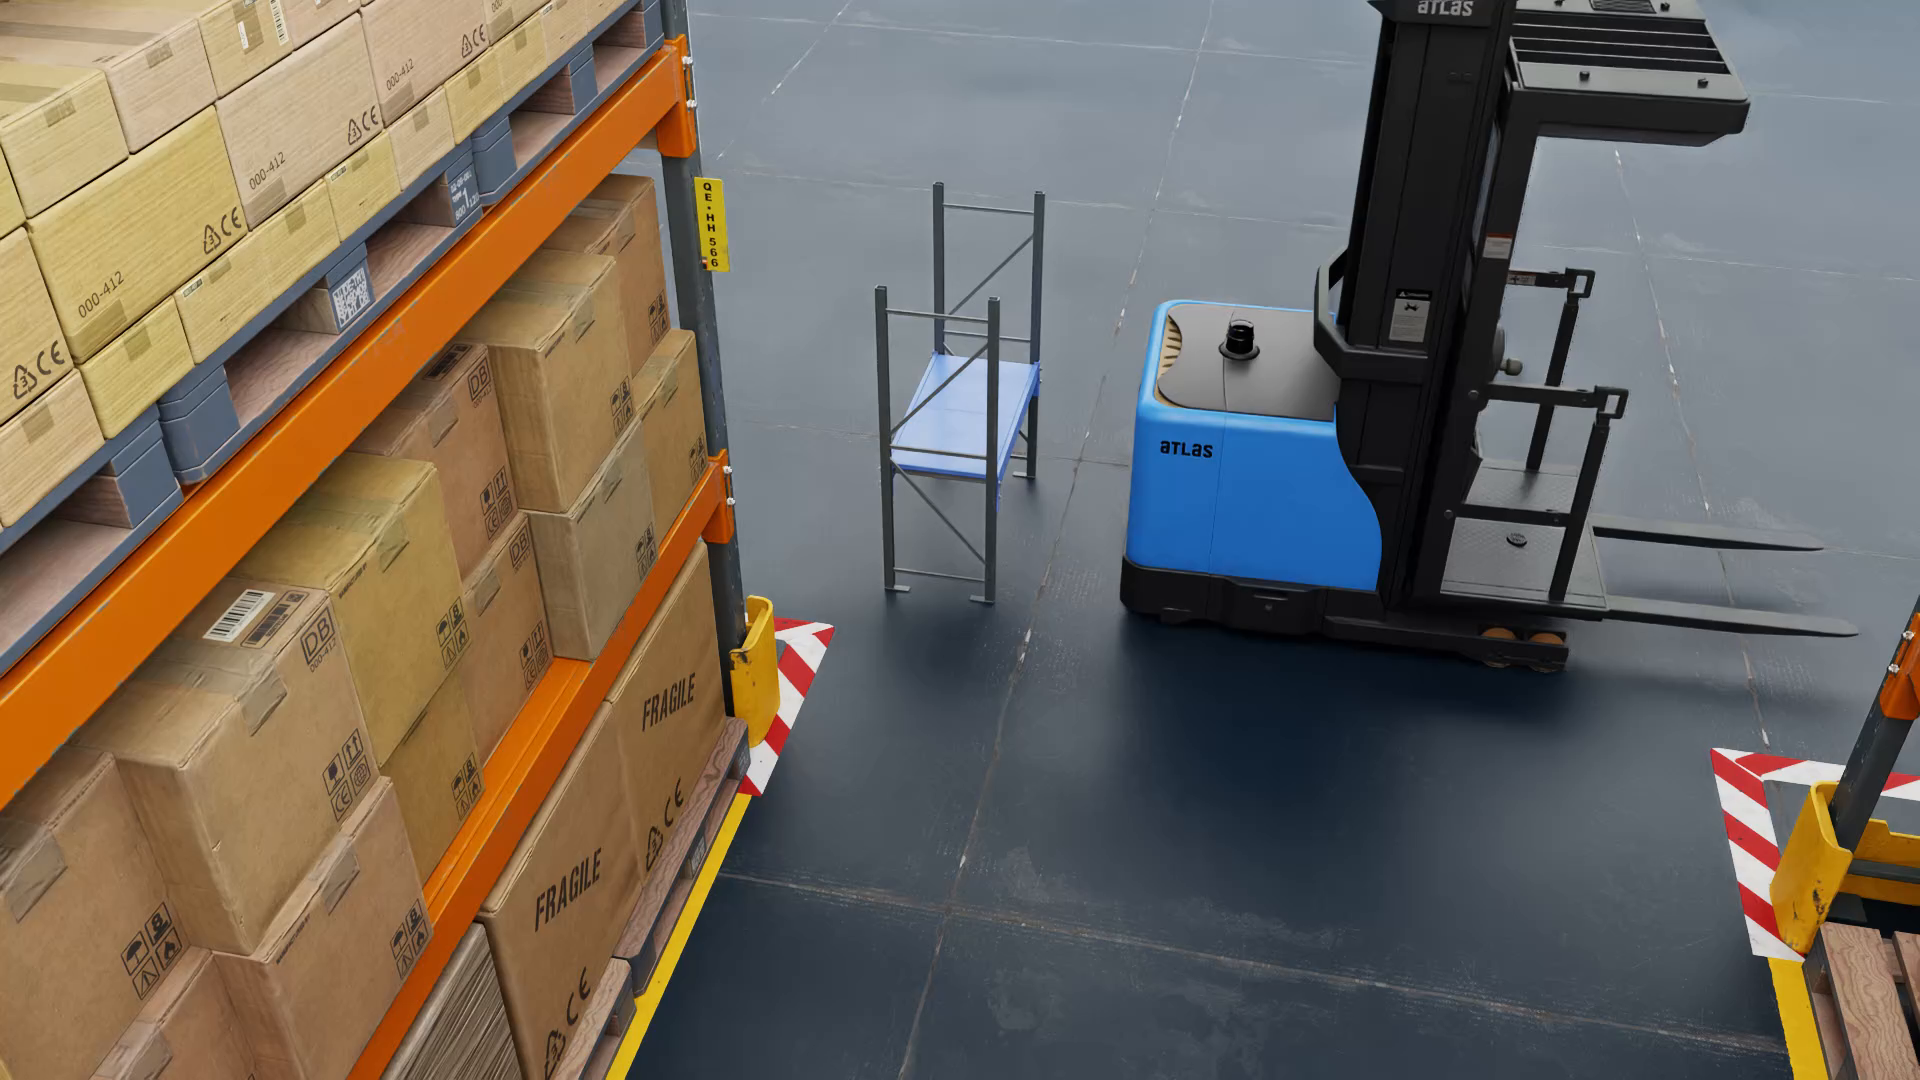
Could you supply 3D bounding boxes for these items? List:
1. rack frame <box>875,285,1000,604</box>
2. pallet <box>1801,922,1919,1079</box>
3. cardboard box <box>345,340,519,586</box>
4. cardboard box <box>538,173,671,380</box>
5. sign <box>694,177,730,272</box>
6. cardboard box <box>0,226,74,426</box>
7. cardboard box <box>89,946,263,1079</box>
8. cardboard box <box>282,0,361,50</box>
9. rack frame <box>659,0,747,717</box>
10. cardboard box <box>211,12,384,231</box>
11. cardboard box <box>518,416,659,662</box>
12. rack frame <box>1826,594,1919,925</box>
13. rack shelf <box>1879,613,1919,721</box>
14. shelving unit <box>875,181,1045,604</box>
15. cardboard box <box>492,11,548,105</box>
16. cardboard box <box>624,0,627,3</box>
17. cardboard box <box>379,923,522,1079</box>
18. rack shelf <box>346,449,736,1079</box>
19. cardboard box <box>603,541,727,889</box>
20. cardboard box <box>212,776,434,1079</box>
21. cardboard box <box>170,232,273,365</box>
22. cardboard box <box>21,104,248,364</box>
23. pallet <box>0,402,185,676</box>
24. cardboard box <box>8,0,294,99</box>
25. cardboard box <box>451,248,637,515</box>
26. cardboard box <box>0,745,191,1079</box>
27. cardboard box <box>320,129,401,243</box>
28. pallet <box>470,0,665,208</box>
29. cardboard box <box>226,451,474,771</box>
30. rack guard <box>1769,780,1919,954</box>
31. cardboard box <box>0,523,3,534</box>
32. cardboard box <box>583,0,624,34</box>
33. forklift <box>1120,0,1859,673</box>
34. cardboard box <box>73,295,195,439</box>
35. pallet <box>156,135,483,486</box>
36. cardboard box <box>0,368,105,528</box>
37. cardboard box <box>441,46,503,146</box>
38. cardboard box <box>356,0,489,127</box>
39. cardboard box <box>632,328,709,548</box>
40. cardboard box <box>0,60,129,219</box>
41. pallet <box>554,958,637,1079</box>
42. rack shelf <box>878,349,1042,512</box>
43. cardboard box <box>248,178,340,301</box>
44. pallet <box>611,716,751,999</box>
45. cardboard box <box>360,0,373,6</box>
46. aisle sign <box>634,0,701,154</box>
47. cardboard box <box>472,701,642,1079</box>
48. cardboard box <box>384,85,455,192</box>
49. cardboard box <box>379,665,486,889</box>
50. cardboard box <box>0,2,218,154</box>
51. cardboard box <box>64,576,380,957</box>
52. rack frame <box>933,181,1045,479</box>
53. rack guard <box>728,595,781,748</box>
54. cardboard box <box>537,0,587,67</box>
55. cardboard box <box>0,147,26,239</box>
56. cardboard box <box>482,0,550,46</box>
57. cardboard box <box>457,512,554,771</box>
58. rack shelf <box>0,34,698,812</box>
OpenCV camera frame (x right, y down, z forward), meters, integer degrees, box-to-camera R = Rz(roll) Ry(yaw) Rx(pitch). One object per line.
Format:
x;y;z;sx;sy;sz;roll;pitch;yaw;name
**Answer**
-0.090;-0.365;6.975;0.500;1.500;0.032;7;37;10;rack frame
3.262;1.777;5.118;1.003;0.211;1.213;7;37;10;pallet
-1.734;-0.196;4.416;0.875;0.550;0.550;7;37;10;cardboard box
-1.454;-0.827;5.287;0.875;0.550;0.550;7;37;10;cardboard box
-0.810;-1.025;5.420;0.100;0.325;0.005;7;37;10;sign
-1.707;-0.263;2.432;0.500;0.250;0.500;7;37;10;cardboard box
-2.029;1.165;3.459;0.875;0.550;0.550;7;37;10;cardboard box
-1.403;-1.073;3.210;0.380;0.149;0.250;8;37;10;cardboard box
-1.337;-0.537;5.934;1.000;3.000;0.127;7;37;10;rack frame
-1.493;-0.843;3.232;0.500;0.250;0.500;8;37;10;cardboard box
-1.468;-0.061;5.150;0.875;0.550;0.550;7;37;10;cardboard box
3.487;0.143;4.997;1.000;3.000;0.127;7;37;10;rack frame
3.060;1.581;3.626;1.077;0.370;4.000;7;37;10;rack shelf
0.018;-0.656;7.377;0.538;1.500;1.048;7;37;10;shelving unit
-1.241;-1.190;4.051;0.380;0.149;0.250;8;37;10;cardboard box
-1.077;-1.627;4.654;0.380;0.149;0.250;7;37;10;cardboard box
-1.800;1.578;4.470;0.875;0.875;0.875;8;37;10;cardboard box
-1.764;0.901;4.564;1.077;0.370;4.000;7;37;10;rack shelf
-1.418;0.551;5.887;0.875;0.875;0.875;8;37;10;cardboard box
-1.799;0.870;3.866;0.875;0.550;0.550;7;37;10;cardboard box
-1.512;-0.463;3.048;0.380;0.149;0.250;7;37;10;cardboard box
-1.600;-0.552;2.831;0.500;0.250;0.500;7;37;9;cardboard box
-2.007;0.110;2.562;1.003;0.211;1.213;7;37;10;pallet
-1.457;-0.928;3.010;0.380;0.149;0.250;7;37;10;cardboard box
-1.482;-0.500;4.836;0.875;0.550;0.550;7;37;10;cardboard box
-2.075;0.721;3.151;0.875;0.550;0.550;7;37;10;cardboard box
-1.403;-0.753;3.447;0.380;0.149;0.250;8;37;11;cardboard box
-1.485;-1.289;4.492;1.003;0.211;1.213;7;37;10;pallet
-1.720;0.124;3.975;0.875;0.550;0.500;7;37;10;cardboard box
3.470;1.199;5.670;1.175;0.500;0.348;7;37;10;rack guard
-1.674;-0.024;2.443;0.380;0.149;0.250;7;37;10;cardboard box
-1.132;-1.483;4.455;0.380;0.149;0.250;8;37;10;cardboard box
2.266;-0.969;6.590;3.031;2.935;1.130;6;36;8;forklift
-1.566;-0.317;2.846;0.380;0.149;0.250;7;36;9;cardboard box
-1.744;-0.587;3.524;1.003;0.211;1.213;7;37;10;pallet
-1.620;-0.168;2.641;0.380;0.149;0.250;7;36;9;cardboard box
-1.295;-1.043;3.848;0.380;0.149;0.250;7;36;9;cardboard box
-1.385;-1.131;3.630;0.500;0.250;0.500;7;37;10;cardboard box
-1.372;-0.379;5.589;0.875;0.550;0.550;7;37;10;cardboard box
-1.566;-0.641;2.613;0.380;0.149;0.250;8;37;10;cardboard box
-1.694;1.758;5.145;1.003;0.211;1.213;7;37;10;pallet
0.018;-0.511;7.483;0.538;0.185;1.000;7;37;10;rack shelf
-1.457;-0.605;3.244;0.380;0.149;0.250;8;37;11;cardboard box
-1.432;1.061;6.107;1.003;0.211;1.213;7;37;10;pallet
-1.350;-1.218;3.410;0.380;0.149;0.250;7;36;9;cardboard box
-1.029;-1.592;5.176;0.394;0.787;0.004;7;37;10;aisle sign
-1.603;1.055;5.191;0.875;0.875;0.875;7;36;9;cardboard box
-1.349;-0.899;3.649;0.380;0.149;0.250;8;37;10;cardboard box
-1.783;0.553;4.303;0.875;0.550;0.500;7;37;10;cardboard box
-1.511;-0.786;2.813;0.380;0.149;0.250;7;37;10;cardboard box
-1.826;0.429;3.554;0.875;0.550;0.550;7;37;10;cardboard box
0.127;-0.948;7.779;0.500;1.500;0.032;7;37;10;rack frame
-1.332;0.462;6.687;1.175;0.500;0.348;7;37;10;rack guard
-1.186;-1.335;4.251;0.380;0.149;0.250;8;37;11;cardboard box
-1.620;-0.493;2.409;0.380;0.149;0.250;7;36;9;cardboard box
-1.276;-1.419;4.027;0.500;0.250;0.500;7;37;10;cardboard box
-1.711;0.244;4.729;0.875;0.550;0.550;7;37;10;cardboard box
-1.764;-0.313;3.683;1.077;0.370;4.000;7;37;10;rack shelf
